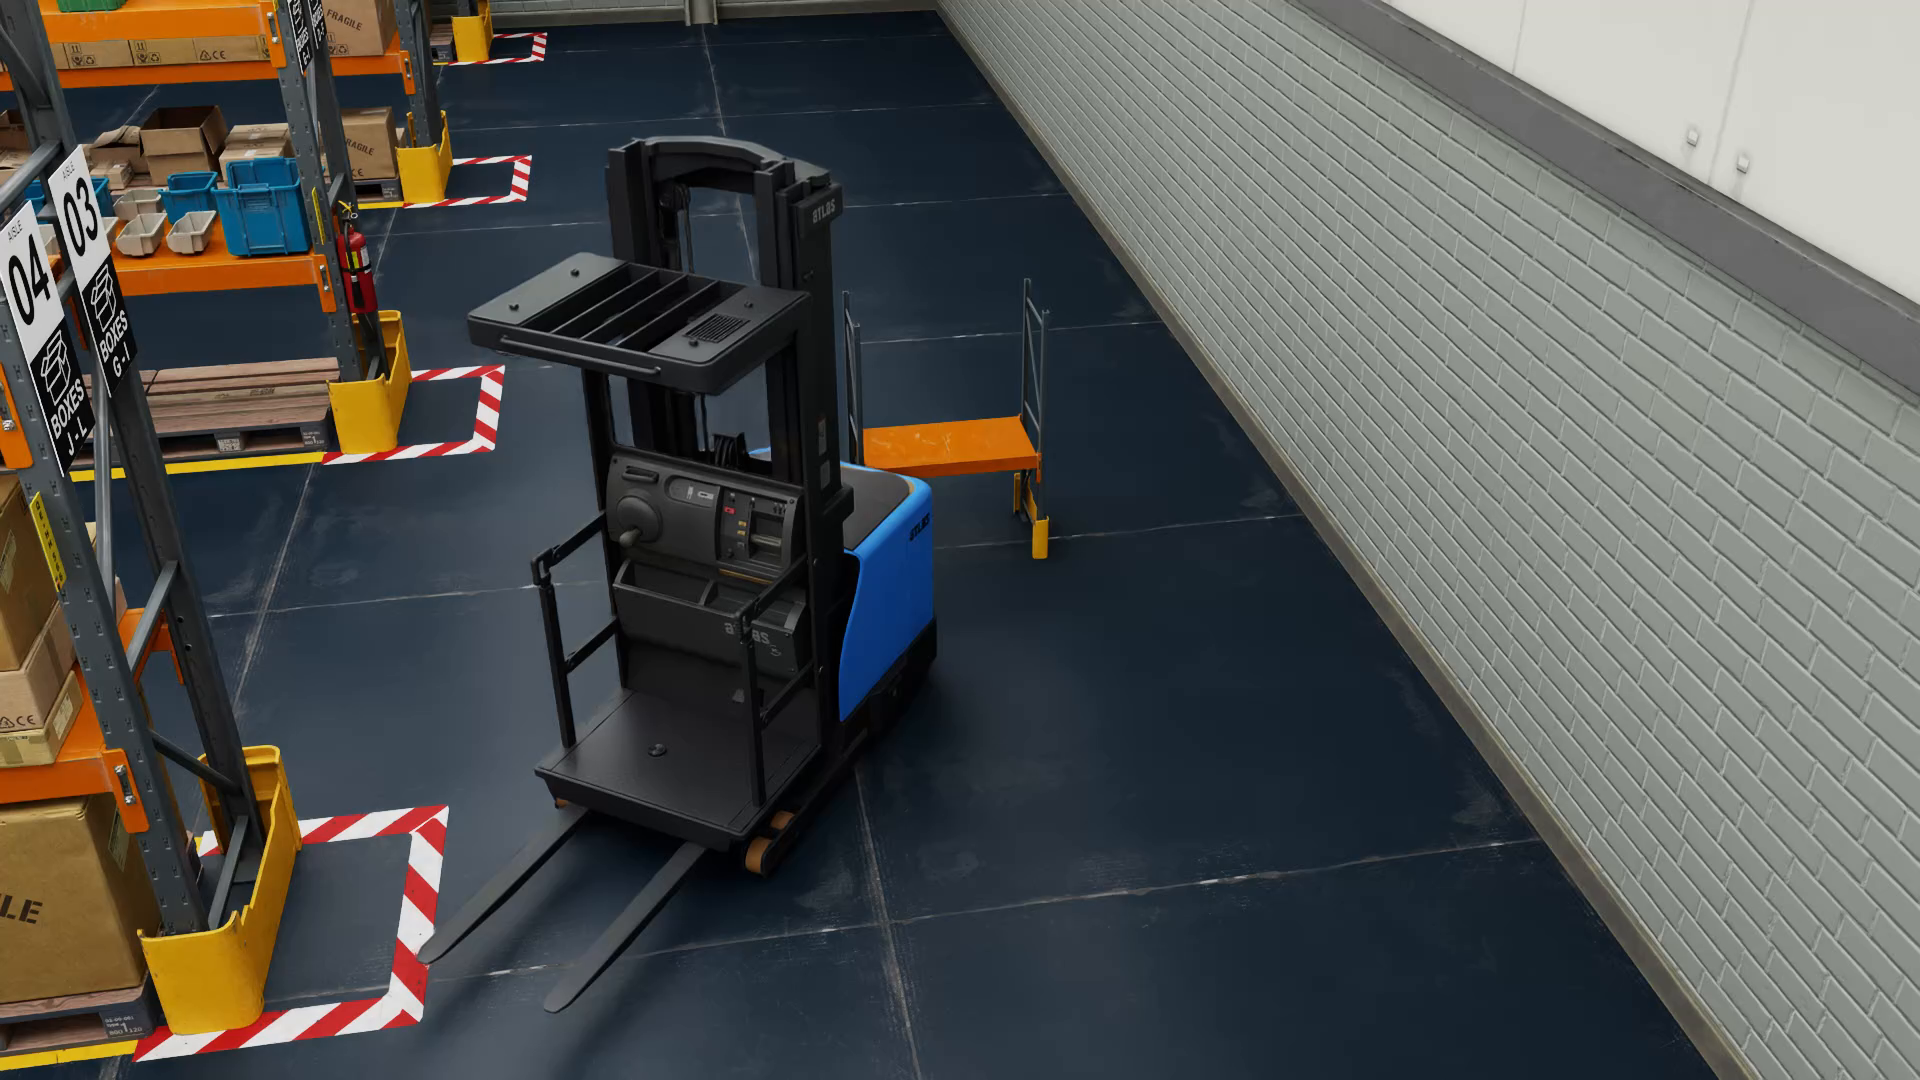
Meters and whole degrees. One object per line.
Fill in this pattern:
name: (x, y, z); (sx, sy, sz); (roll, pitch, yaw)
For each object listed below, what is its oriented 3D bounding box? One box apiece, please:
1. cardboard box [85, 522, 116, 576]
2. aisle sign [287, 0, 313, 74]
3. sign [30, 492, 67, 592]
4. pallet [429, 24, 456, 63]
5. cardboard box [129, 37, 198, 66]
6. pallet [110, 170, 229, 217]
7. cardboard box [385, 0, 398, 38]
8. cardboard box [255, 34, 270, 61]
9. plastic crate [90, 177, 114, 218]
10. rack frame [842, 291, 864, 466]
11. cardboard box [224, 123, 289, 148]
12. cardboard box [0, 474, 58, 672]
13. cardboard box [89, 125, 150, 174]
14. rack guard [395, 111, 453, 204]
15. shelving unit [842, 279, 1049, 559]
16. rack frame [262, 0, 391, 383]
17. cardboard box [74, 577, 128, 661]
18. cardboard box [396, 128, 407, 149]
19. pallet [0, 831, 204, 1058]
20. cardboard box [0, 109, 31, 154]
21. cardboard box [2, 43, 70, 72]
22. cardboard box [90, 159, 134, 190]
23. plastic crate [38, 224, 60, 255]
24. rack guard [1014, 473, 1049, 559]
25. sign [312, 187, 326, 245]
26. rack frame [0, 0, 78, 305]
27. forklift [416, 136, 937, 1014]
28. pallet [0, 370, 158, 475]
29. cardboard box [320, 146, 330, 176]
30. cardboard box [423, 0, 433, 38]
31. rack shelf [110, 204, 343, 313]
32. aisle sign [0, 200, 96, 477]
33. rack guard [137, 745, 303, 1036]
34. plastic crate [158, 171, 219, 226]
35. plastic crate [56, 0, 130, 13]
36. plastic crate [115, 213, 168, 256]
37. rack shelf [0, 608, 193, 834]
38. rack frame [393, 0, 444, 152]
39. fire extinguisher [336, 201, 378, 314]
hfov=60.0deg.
cardboard box: (-3.566, 0.182, 6.336); (0.500, 0.250, 0.500); (-6, 31, -10)
aisle sign: (-3.813, -3.114, 9.522); (0.004, 0.787, 0.394); (-5, 31, -9)
sign: (-2.961, 0.007, 5.403); (0.005, 0.325, 0.100); (-5, 31, -9)
pallet: (-6.494, -5.759, 19.335); (1.213, 0.211, 1.003); (-5, 31, -9)
cardboard box: (-6.714, -4.332, 14.059); (0.500, 0.500, 0.500); (-6, 31, -10)
pallet: (-6.882, -3.211, 15.003); (1.213, 0.211, 1.003); (-5, 31, -9)
cardboard box: (-5.309, -4.737, 14.749); (0.500, 0.500, 0.500); (-5, 31, -8)
cardboard box: (-5.727, -4.421, 14.210); (0.500, 0.500, 0.500); (-5, 31, -8)
plastic crate: (-5.534, -2.108, 10.482); (0.300, 0.233, 0.416); (-5, 31, -9)
rack frame: (-0.584, -0.592, 9.278); (0.032, 1.500, 0.500); (-5, 31, -9)
cardboard box: (-6.395, -3.608, 15.205); (0.500, 0.250, 0.500); (-5, 31, -9)
cardboard box: (-3.477, 0.125, 5.693); (0.500, 0.500, 0.500); (-5, 31, -8)
cardboard box: (-7.513, -3.531, 15.014); (0.500, 0.311, 0.500); (-5, 31, -9)
rack guard: (-4.900, -3.519, 15.241); (0.348, 0.500, 1.175); (-5, 31, -9)
shelving unit: (-0.075, -0.640, 9.358); (1.083, 1.500, 0.587); (-5, 31, -9)
rack frame: (-3.937, -2.133, 10.419); (0.127, 3.000, 1.000); (-5, 31, -9)
cardboard box: (-3.453, 0.312, 6.507); (0.250, 0.149, 0.380); (-5, 31, -8)
cardboard box: (-5.299, -3.697, 15.457); (0.250, 0.149, 0.380); (-5, 31, -9)
pallet: (-3.817, 1.650, 6.735); (1.213, 0.211, 1.003); (-5, 31, -9)
cardboard box: (-8.251, -3.544, 14.849); (0.500, 0.500, 0.500); (-5, 31, -9)
cardboard box: (-7.707, -4.240, 13.903); (0.500, 0.500, 0.500); (-5, 31, -8)
cardboard box: (-7.459, -3.221, 14.629); (0.250, 0.166, 0.380); (-5, 31, -9)
plastic crate: (-5.552, -1.788, 10.032); (0.250, 0.136, 0.298); (-5, 31, -9)
rack guard: (0.415, -0.146, 9.752); (0.087, 0.250, 0.587); (-5, 31, -9)
sign: (-3.822, -1.931, 9.913); (0.005, 0.325, 0.100); (-5, 31, -9)
rack frame: (-3.045, -2.250, 4.698); (0.127, 3.000, 1.000); (-5, 31, -9)
forklift: (-1.197, -0.052, 6.947); (1.130, 2.935, 3.031); (13, 33, 21)
pallet: (-5.953, -0.766, 10.844); (1.213, 0.211, 1.003); (-5, 31, -9)
cardboard box: (-5.730, -3.407, 14.946); (0.250, 0.166, 0.380); (-5, 31, -9)
cardboard box: (-6.392, -6.062, 19.153); (0.500, 0.500, 0.700); (-5, 31, -9)
rack shelf: (-5.904, -1.640, 10.290); (4.000, 0.370, 1.077); (-5, 31, -9)
aisle sign: (-2.920, -0.641, 5.317); (0.004, 0.787, 0.394); (-5, 31, -9)
rack guard: (-3.021, 1.412, 6.856); (0.348, 0.500, 1.175); (-5, 31, -9)
plastic crate: (-4.887, -2.168, 10.584); (0.300, 0.233, 0.416); (-5, 31, -9)
plastic crate: (-4.856, -3.102, 9.317); (0.336, 0.188, 0.450); (-5, 31, -9)
plastic crate: (-4.994, -1.861, 10.157); (0.243, 0.136, 0.396); (-5, 31, -9)
rack shelf: (-5.012, 0.829, 6.091); (4.000, 0.370, 1.077); (-5, 31, -9)
rack frame: (-4.825, -4.603, 14.619); (0.127, 3.000, 1.000); (-5, 31, -9)
fire extinguisher: (-3.707, -1.726, 10.171); (0.183, 0.674, 0.296); (-5, 31, -9)
